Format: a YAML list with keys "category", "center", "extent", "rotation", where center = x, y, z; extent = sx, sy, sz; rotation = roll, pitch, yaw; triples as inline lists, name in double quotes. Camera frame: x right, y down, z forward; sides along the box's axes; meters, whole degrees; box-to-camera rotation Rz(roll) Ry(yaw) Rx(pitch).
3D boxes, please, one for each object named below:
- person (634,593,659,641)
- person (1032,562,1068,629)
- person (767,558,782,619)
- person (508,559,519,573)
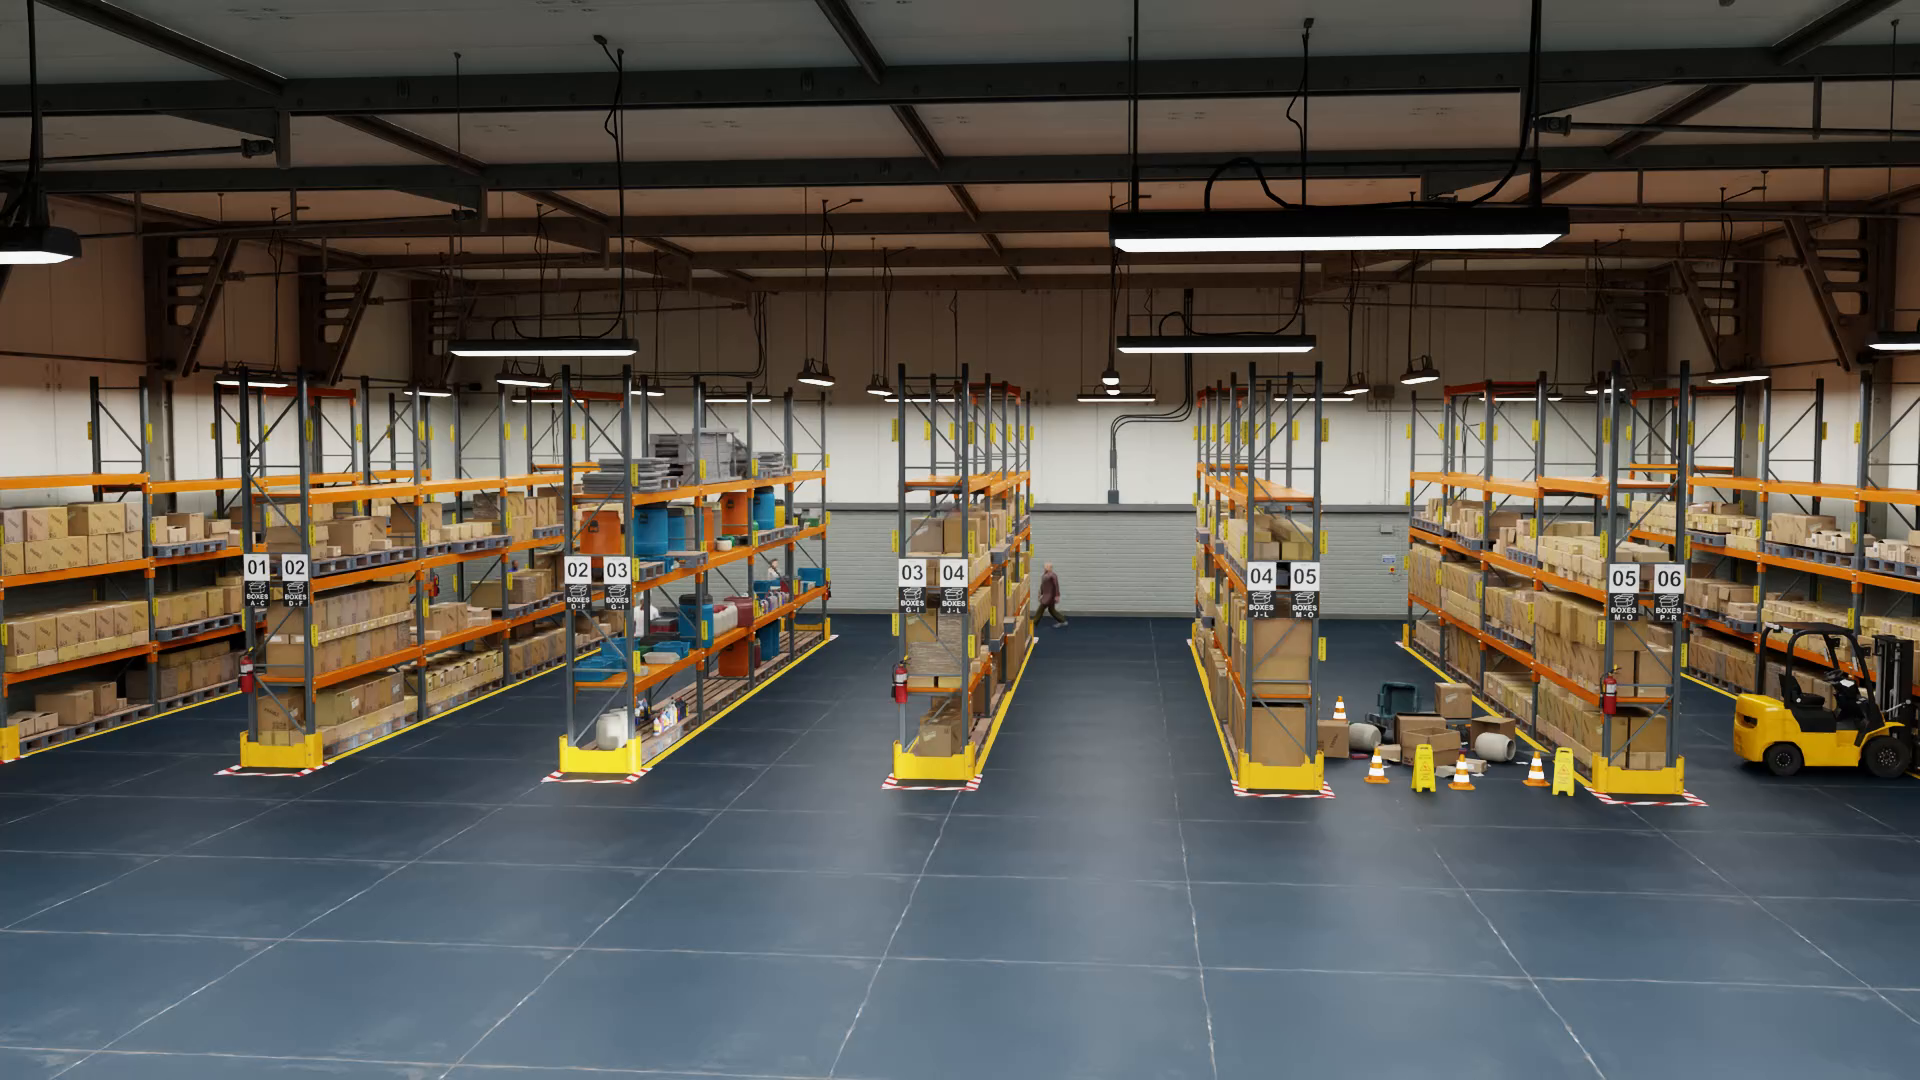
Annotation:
- category: "person"
  center: [-6.500, 1.942, 34.071]
  extent: [0.554, 1.704, 1.077]
  rotation: [1, 4, 8]
- category: "person"
  center: [2.193, 1.415, 42.580]
  extent: [1.197, 1.702, 0.535]
  rotation: [-1, 4, -10]
- category: "person"
  center: [-5.033, 1.304, 44.796]
  extent: [0.899, 1.633, 0.441]
  rotation: [3, 5, 41]
- category: "person"
  center: [-11.958, 1.319, 44.577]
  extent: [0.811, 1.621, 0.450]
  rotation: [3, 5, 43]
